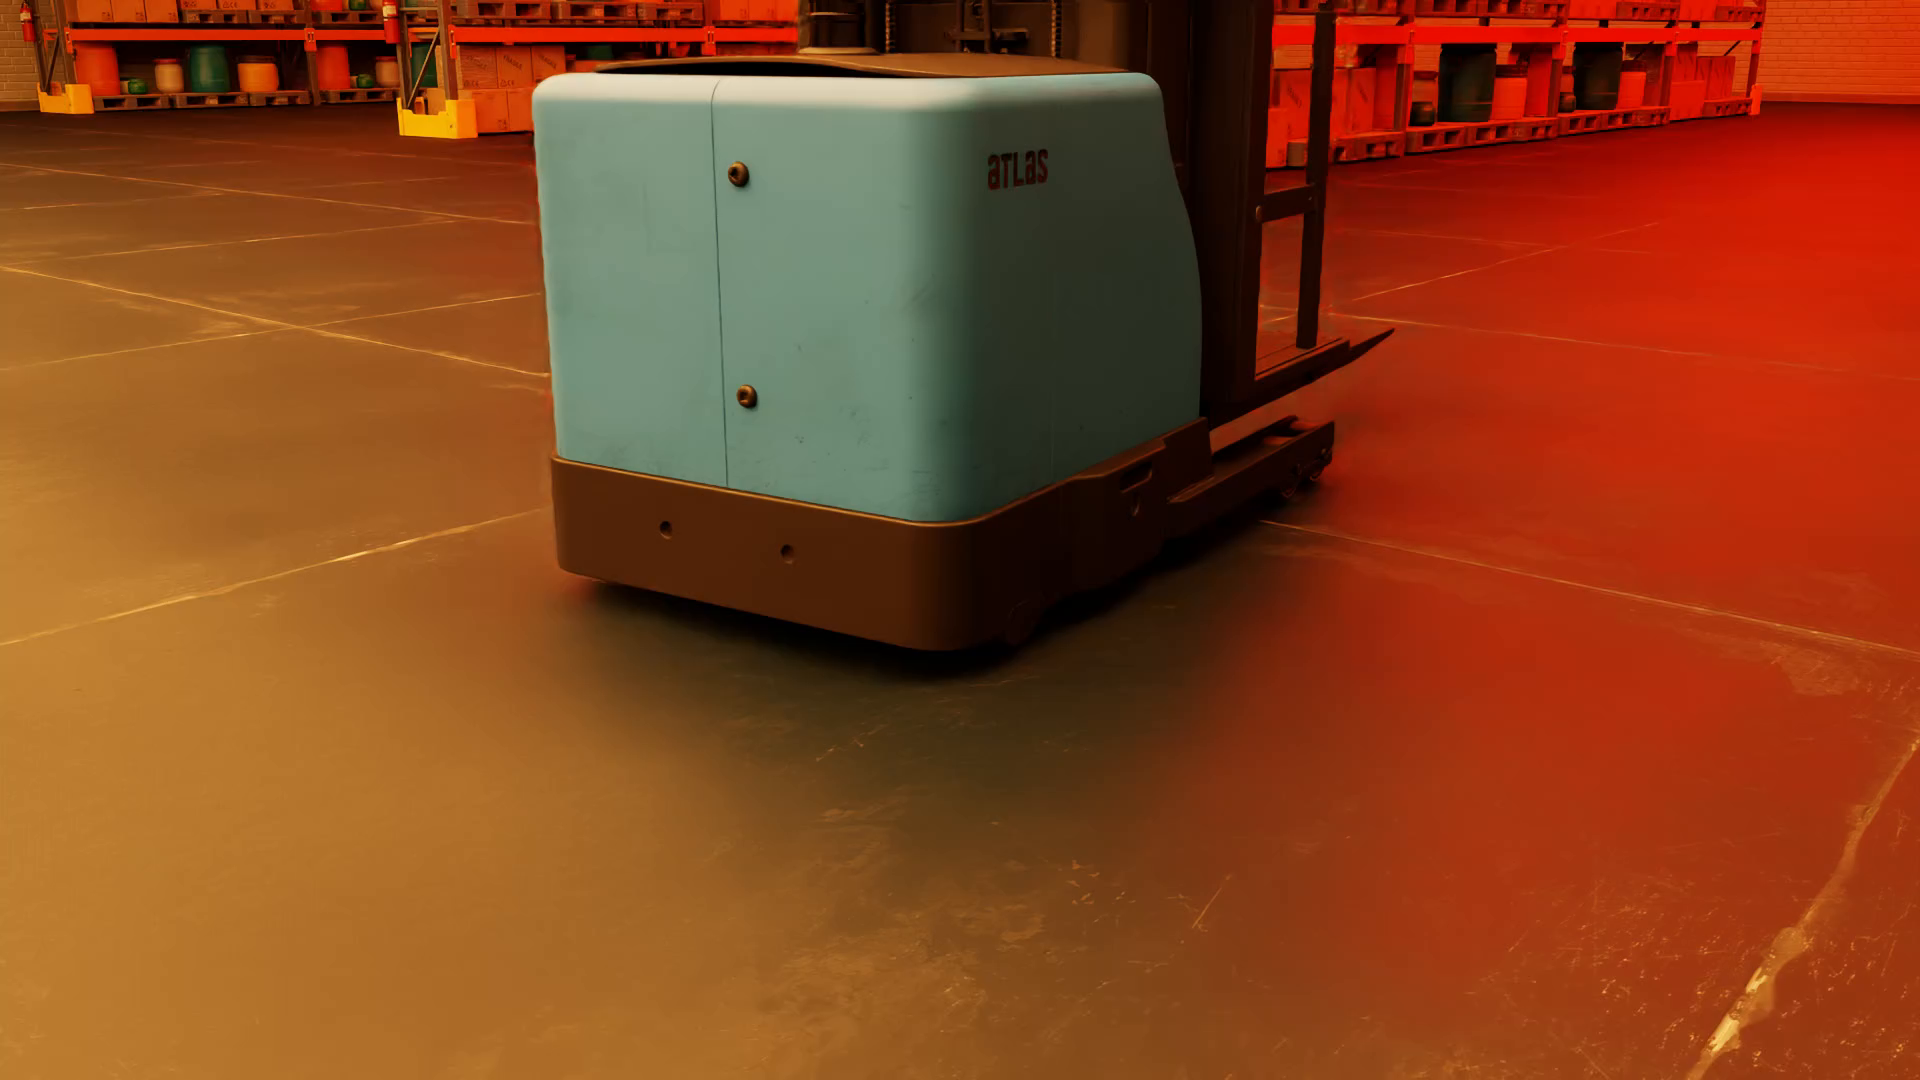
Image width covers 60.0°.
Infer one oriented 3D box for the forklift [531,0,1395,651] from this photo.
[{"bbox_3d":[0.349,-1.573,4.076,1.130,2.935,3.031,10,20,30],"label":"forklift"}]
